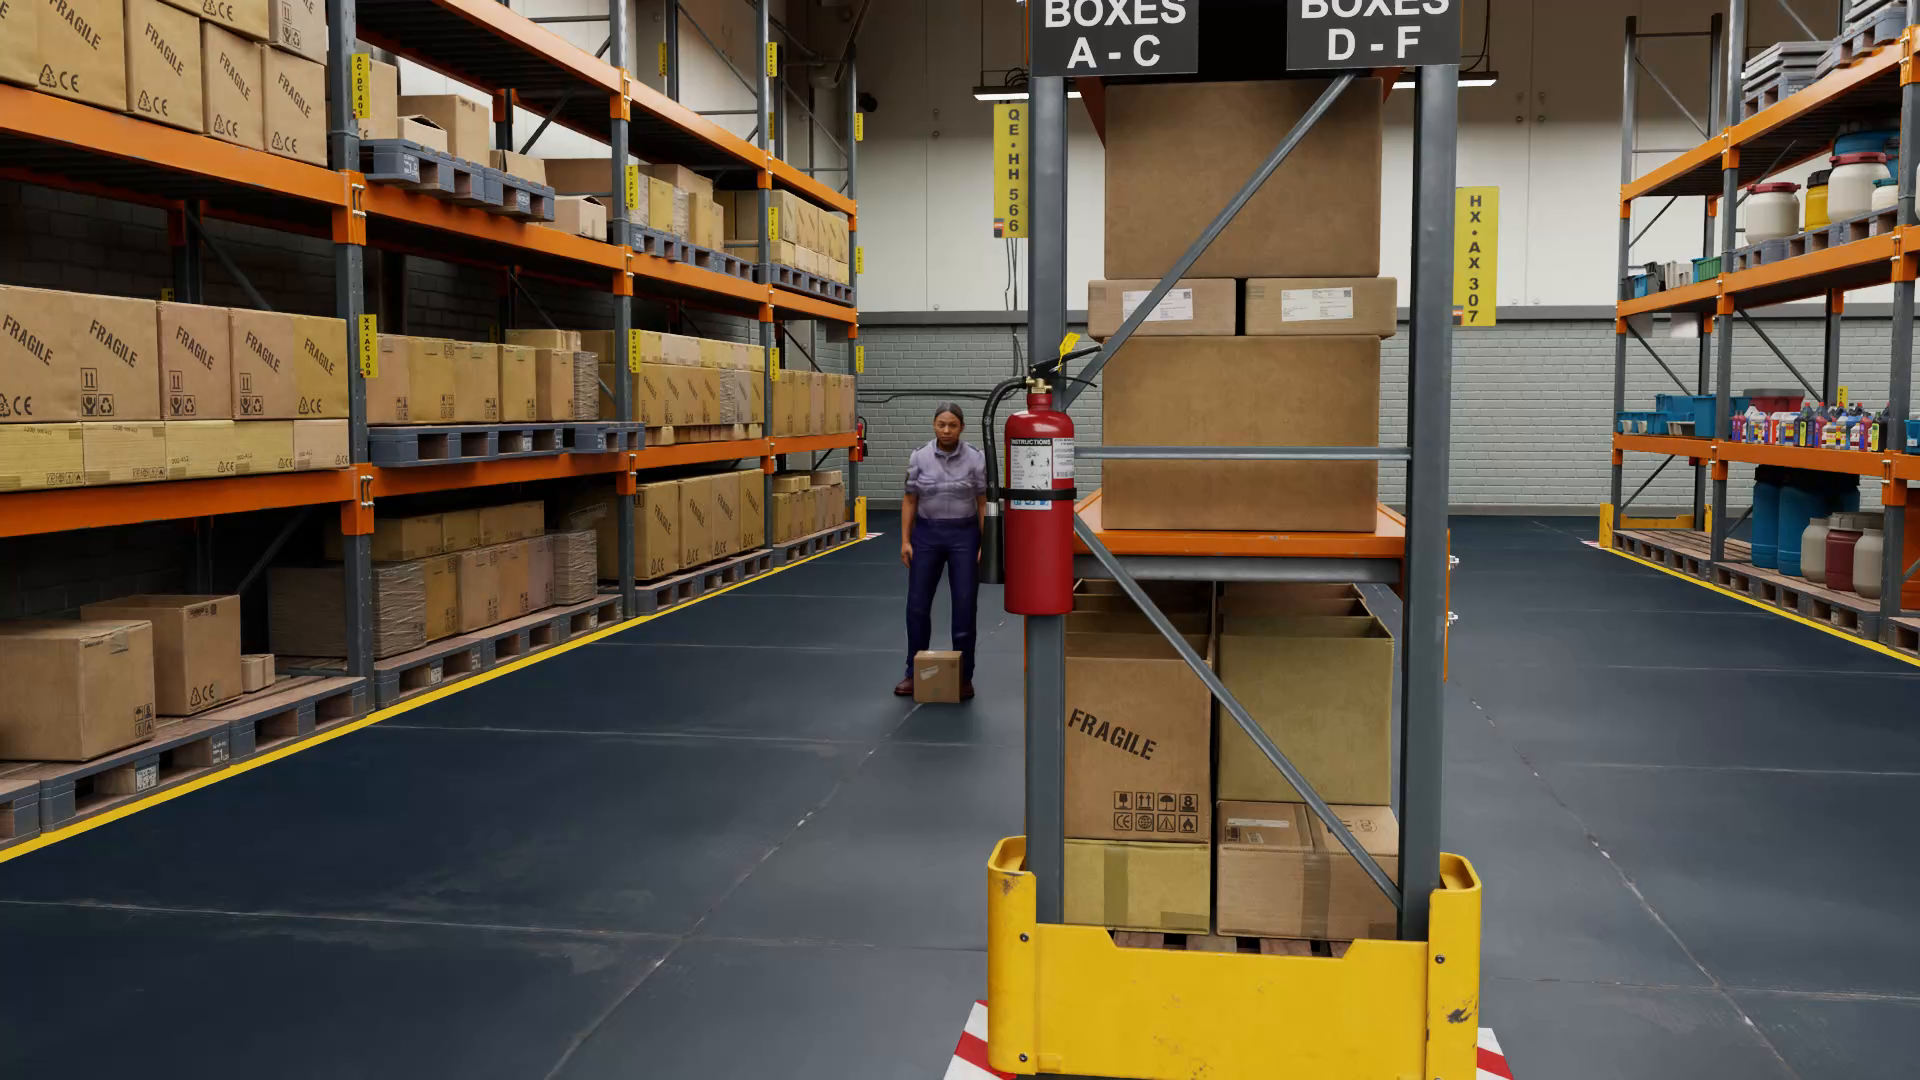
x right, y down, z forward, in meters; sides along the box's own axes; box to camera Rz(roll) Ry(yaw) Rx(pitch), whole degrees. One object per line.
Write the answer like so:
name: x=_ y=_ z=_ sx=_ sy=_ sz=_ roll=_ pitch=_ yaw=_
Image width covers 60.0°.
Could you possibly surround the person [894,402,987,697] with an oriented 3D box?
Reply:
person: x=-0.091 y=0.045 z=9.395 sx=0.549 sy=1.650 sz=0.425 roll=0 pitch=5 yaw=6
